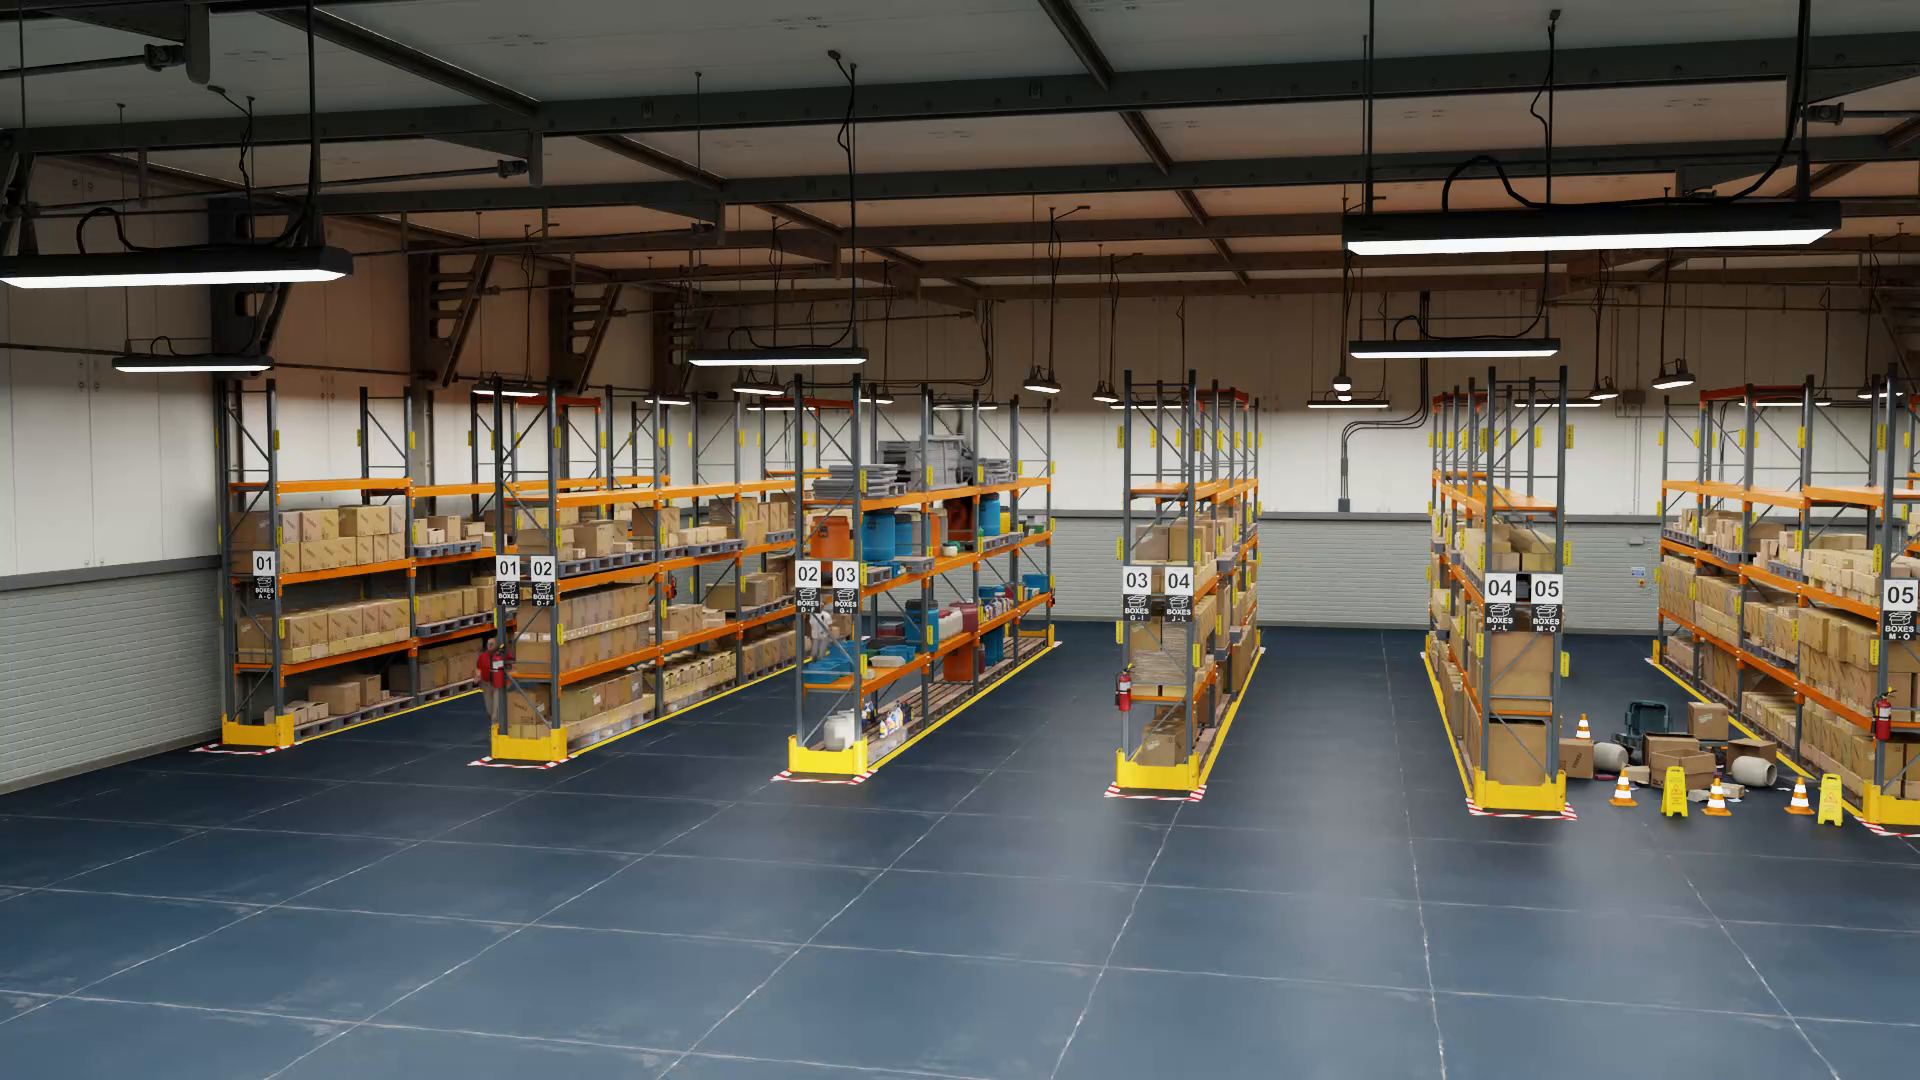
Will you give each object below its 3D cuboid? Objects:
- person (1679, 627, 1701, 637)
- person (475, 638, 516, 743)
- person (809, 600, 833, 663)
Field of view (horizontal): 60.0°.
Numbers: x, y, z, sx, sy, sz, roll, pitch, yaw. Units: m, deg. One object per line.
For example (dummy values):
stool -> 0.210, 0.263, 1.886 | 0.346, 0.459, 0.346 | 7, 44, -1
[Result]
person -> 16.813, 1.888, 38.036 | 0.726, 1.711, 0.532 | 0, 3, 7
person -> -7.794, 2.481, 27.949 | 0.658, 1.714, 0.901 | 0, 3, 6
person -> -2.935, 2.059, 34.730 | 0.561, 1.667, 0.567 | 1, 3, 9
